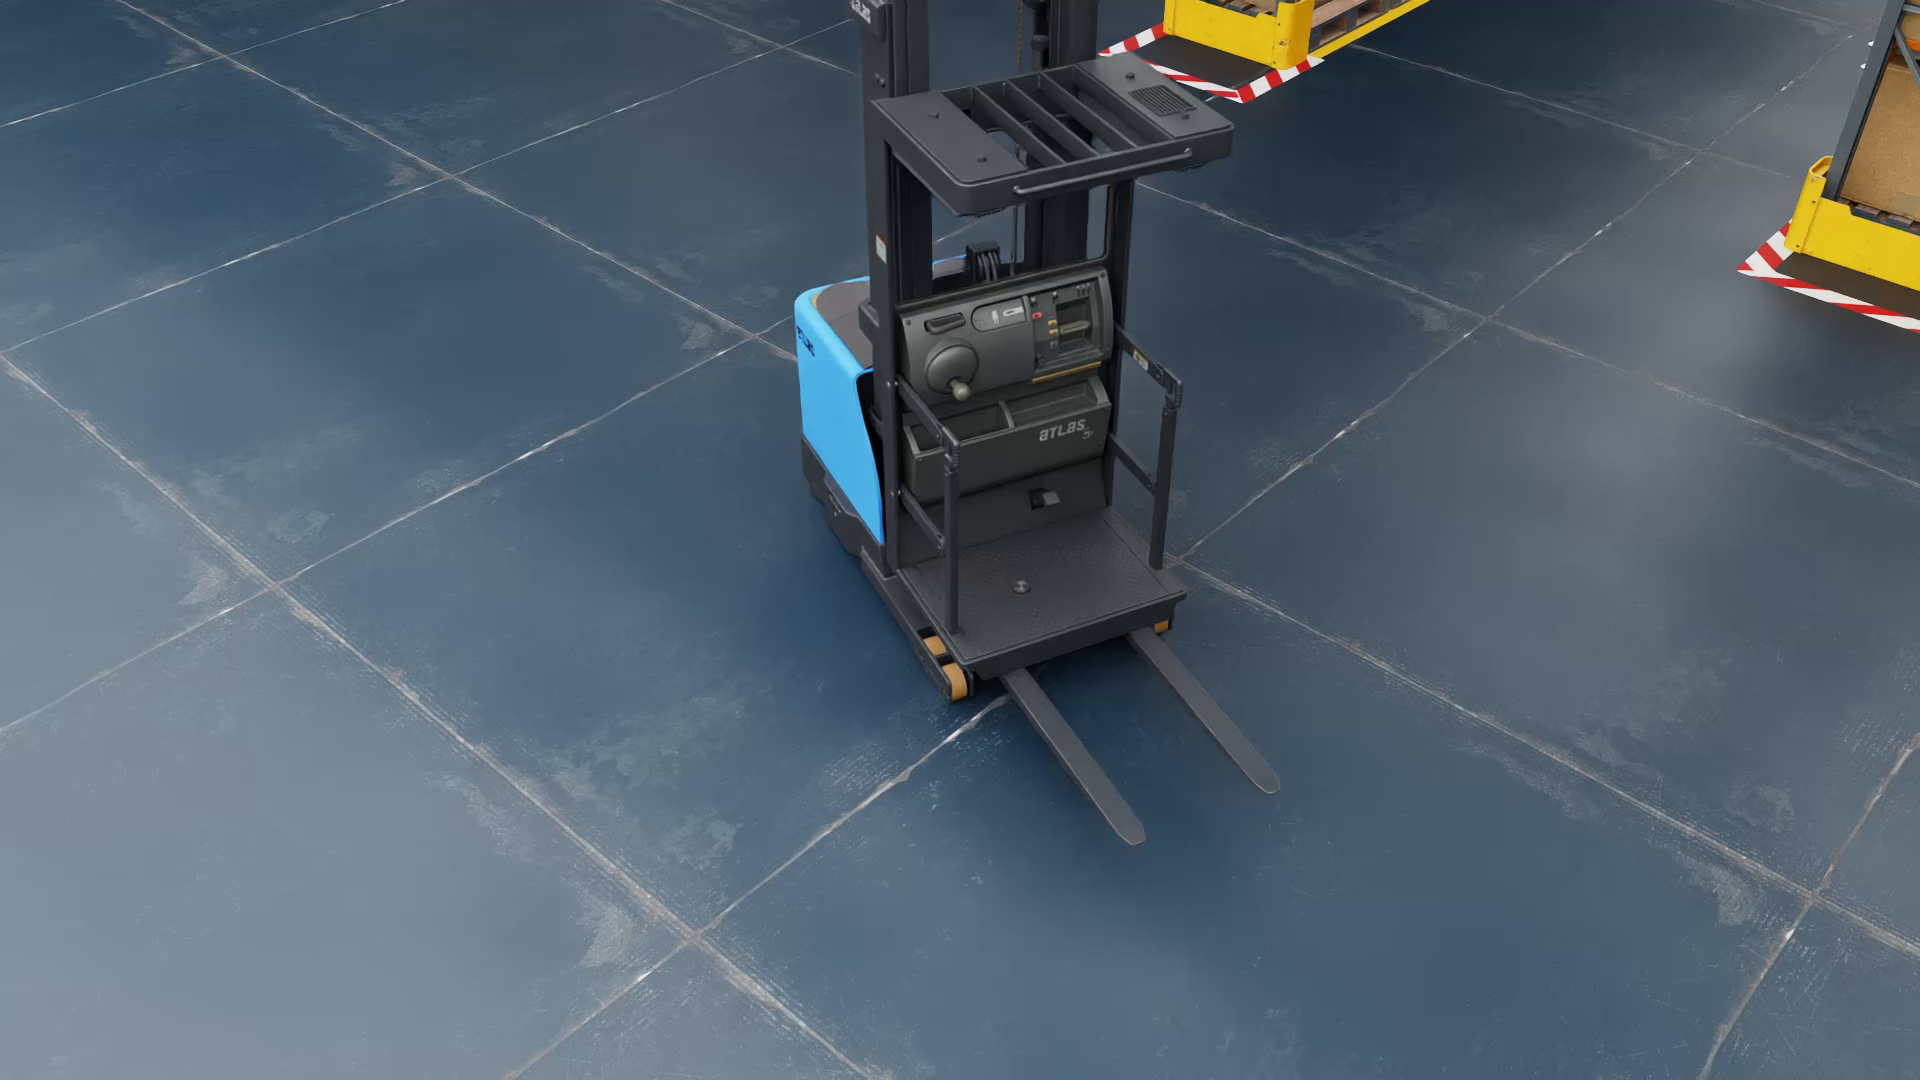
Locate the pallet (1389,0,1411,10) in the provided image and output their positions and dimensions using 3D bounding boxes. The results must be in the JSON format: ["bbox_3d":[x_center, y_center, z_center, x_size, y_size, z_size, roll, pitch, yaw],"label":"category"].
[{"bbox_3d":[3.512,-4.829,13.937,1.003,0.211,1.213,30,47,32],"label":"pallet"}]

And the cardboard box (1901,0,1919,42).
[{"bbox_3d":[5.874,-3.089,9.387,0.875,0.550,0.550,30,47,32],"label":"cardboard box"}]

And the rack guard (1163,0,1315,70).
[{"bbox_3d":[2.115,-4.026,12.695,1.175,0.500,0.348,30,47,32],"label":"rack guard"}]

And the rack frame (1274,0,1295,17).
[{"bbox_3d":[2.064,-4.970,11.873,1.000,3.000,0.127,30,47,32],"label":"rack frame"}]

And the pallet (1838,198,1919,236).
[{"bbox_3d":[6.138,-2.149,10.567,1.003,0.211,1.213,30,47,32],"label":"pallet"}]

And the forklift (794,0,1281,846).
[{"bbox_3d":[0.297,-0.766,6.642,1.130,2.935,3.031,-16,41,-20],"label":"forklift"}]

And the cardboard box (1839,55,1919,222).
[{"bbox_3d":[6.065,-2.513,10.153,0.875,0.875,0.875,30,47,32],"label":"cardboard box"}]

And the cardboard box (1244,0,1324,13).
[{"bbox_3d":[2.497,-4.435,12.872,0.500,0.500,0.500,-25,45,-28],"label":"cardboard box"}]

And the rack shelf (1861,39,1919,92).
[{"bbox_3d":[7.006,-3.478,10.575,1.077,0.370,4.000,30,47,32],"label":"rack shelf"}]

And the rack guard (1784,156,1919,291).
[{"bbox_3d":[5.640,-1.851,9.960,1.175,0.500,0.348,30,47,32],"label":"rack guard"}]

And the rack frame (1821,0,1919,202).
[{"bbox_3d":[5.657,-2.841,9.196,1.000,3.000,0.127,30,47,32],"label":"rack frame"}]

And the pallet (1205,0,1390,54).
[{"bbox_3d":[2.689,-4.272,13.236,1.003,0.211,1.213,30,47,32],"label":"pallet"}]
